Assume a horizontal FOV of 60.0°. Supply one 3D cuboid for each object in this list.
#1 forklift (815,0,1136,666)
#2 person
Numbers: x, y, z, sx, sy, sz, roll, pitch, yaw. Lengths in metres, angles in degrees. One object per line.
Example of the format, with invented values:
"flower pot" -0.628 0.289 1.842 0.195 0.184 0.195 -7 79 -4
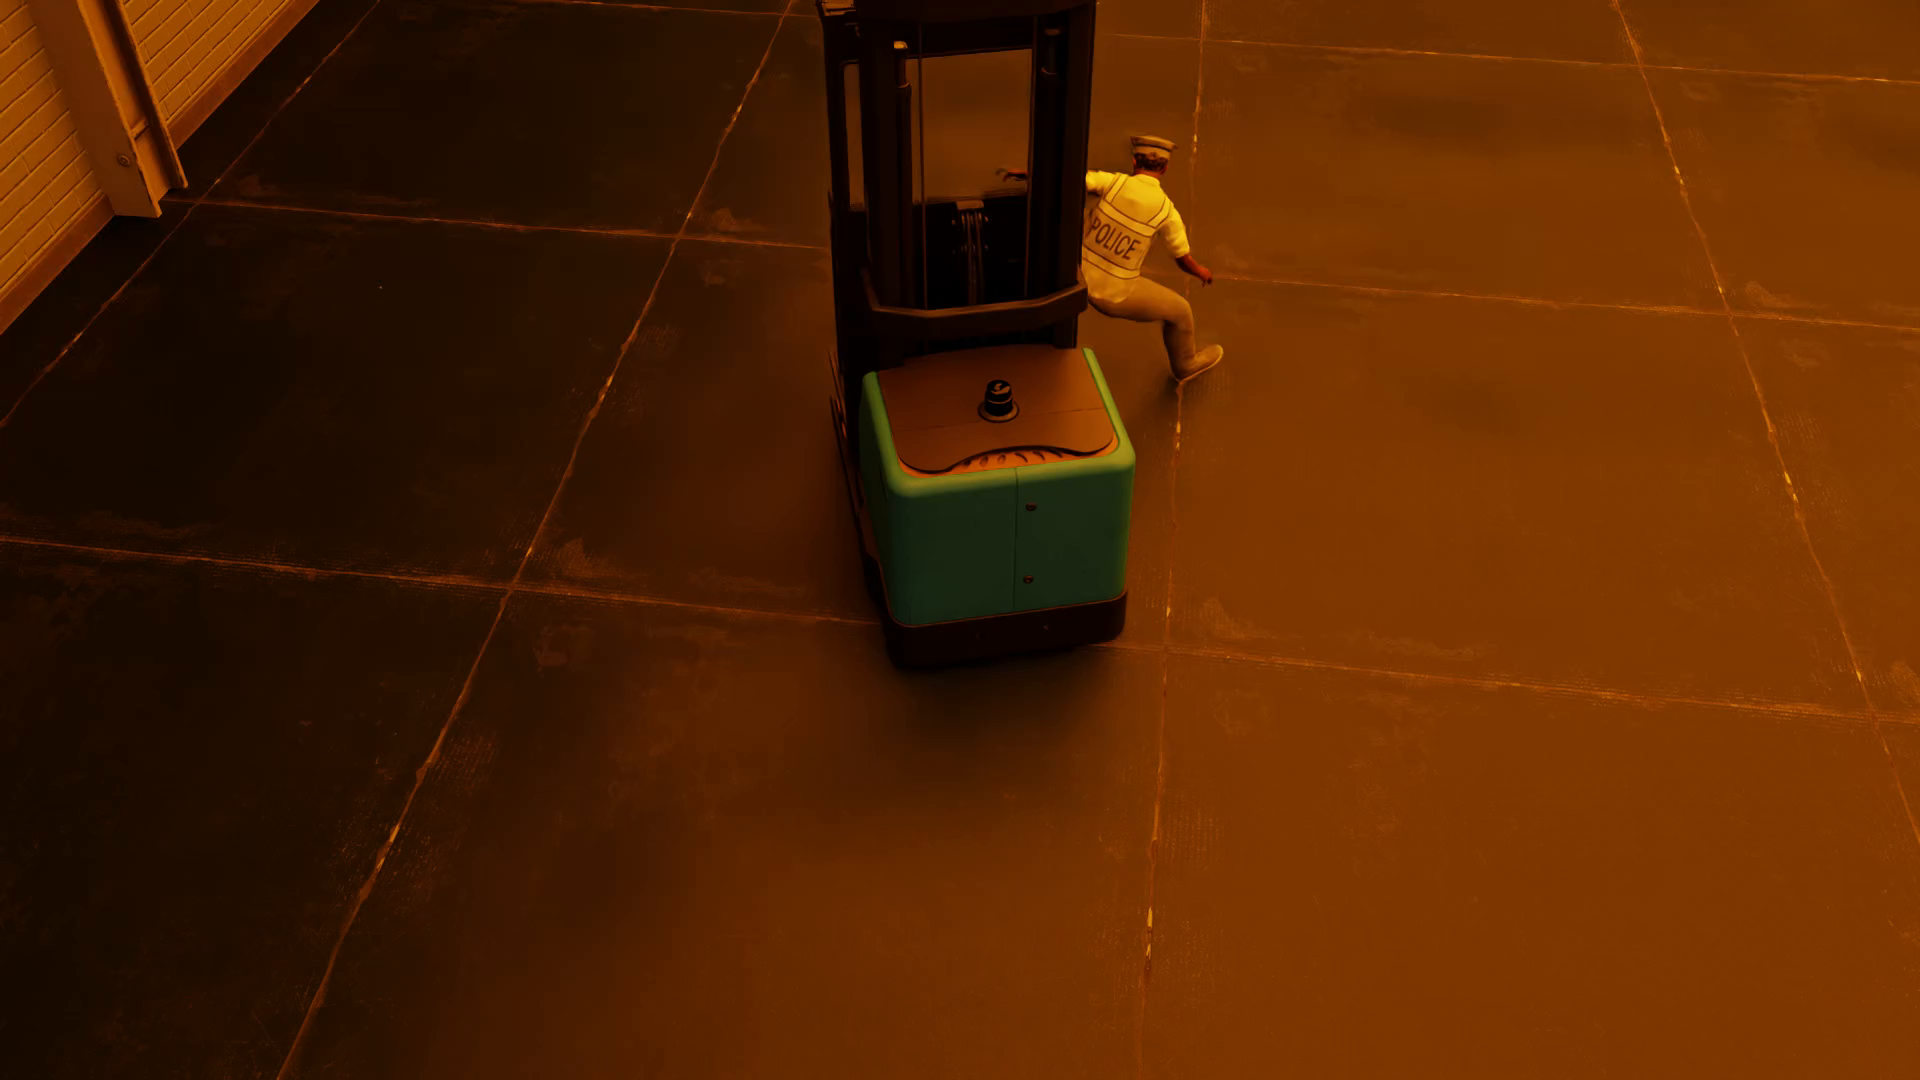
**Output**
"forklift" -0.047 -1.541 7.402 1.130 2.935 3.031 -7 43 -8
"person" 0.725 -1.407 8.410 1.172 1.390 0.724 21 47 22
